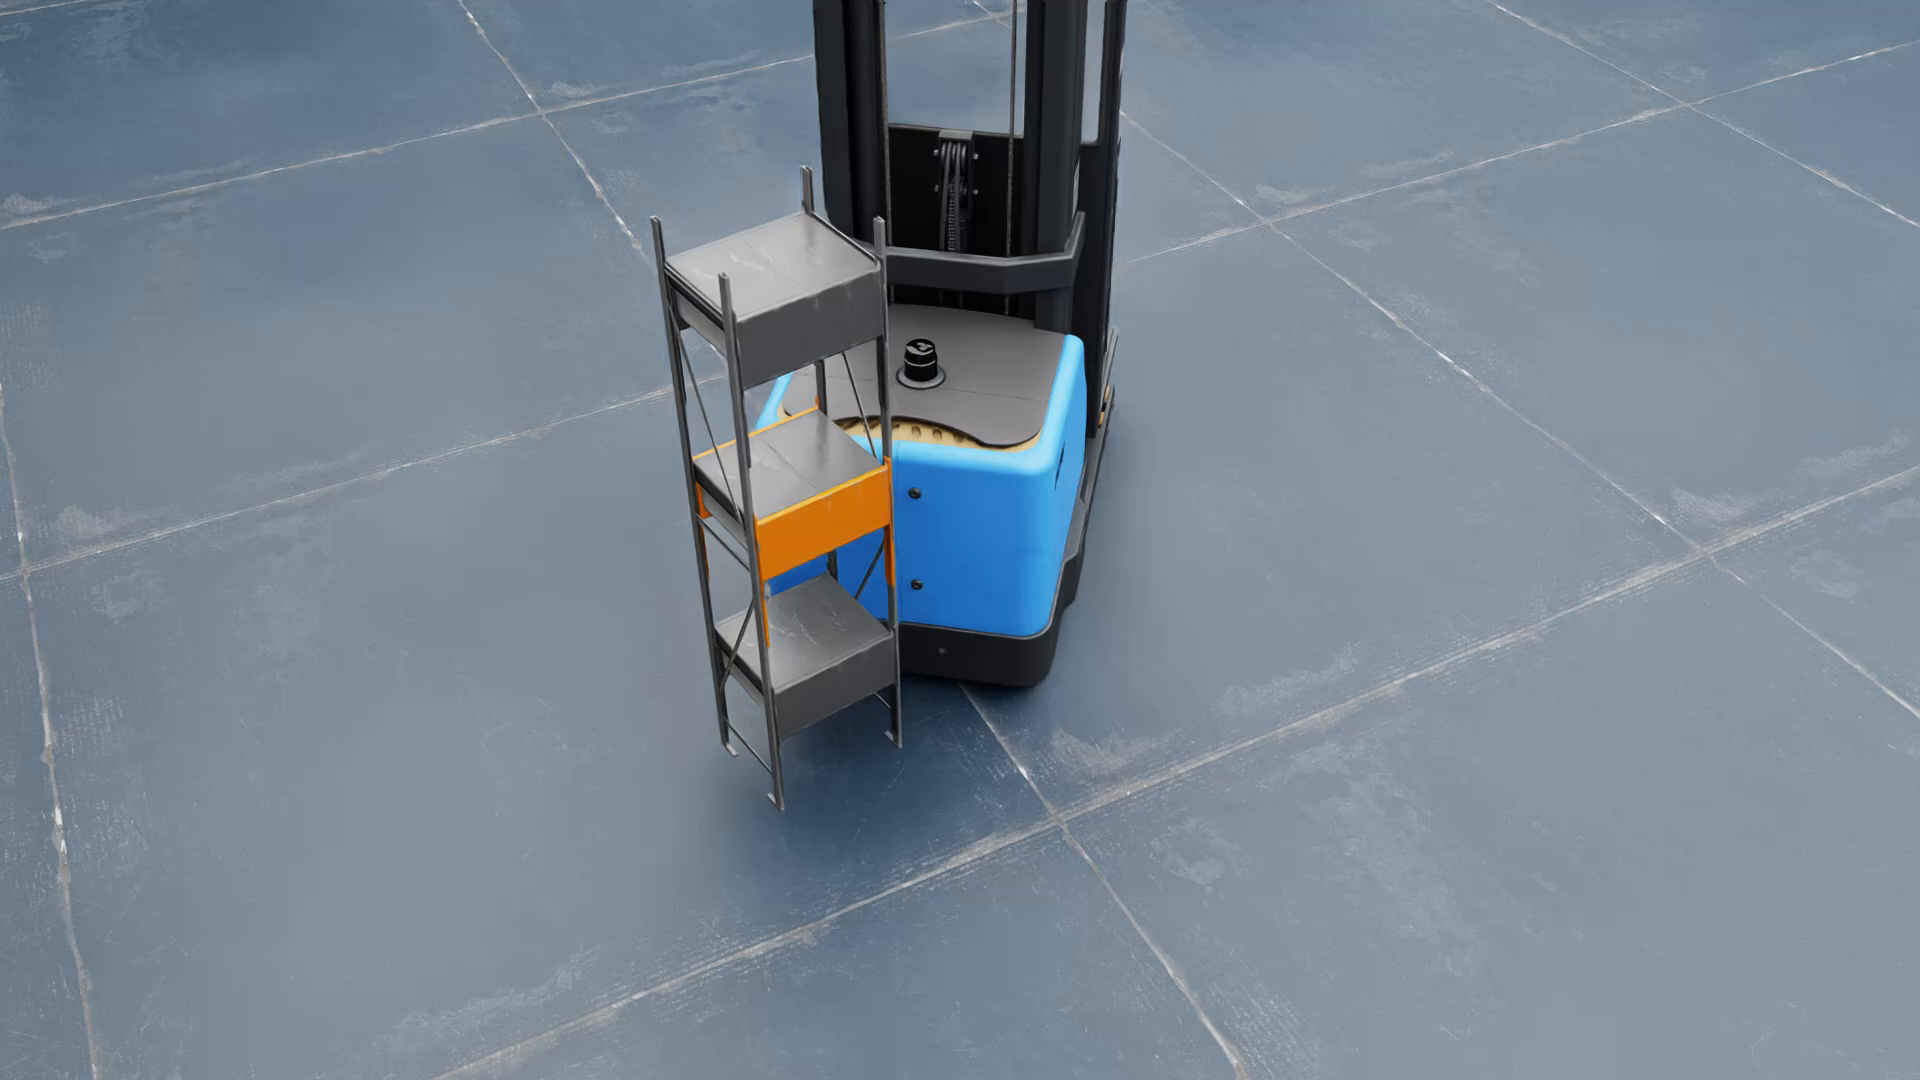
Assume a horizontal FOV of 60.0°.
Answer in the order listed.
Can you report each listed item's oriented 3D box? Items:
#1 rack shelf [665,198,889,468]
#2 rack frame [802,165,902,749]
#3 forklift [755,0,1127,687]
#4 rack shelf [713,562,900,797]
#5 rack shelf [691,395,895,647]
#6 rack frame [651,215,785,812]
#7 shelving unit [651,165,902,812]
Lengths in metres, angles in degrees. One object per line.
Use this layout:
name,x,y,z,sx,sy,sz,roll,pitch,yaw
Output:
rack shelf,-0.525,-0.599,4.770,0.480,0.518,0.431,-26,46,-27
rack frame,-0.329,-0.168,5.324,0.015,2.100,0.400,-26,46,-27
forklift,0.075,-1.545,6.307,1.130,2.935,3.031,7,41,8
rack shelf,-0.525,0.470,5.674,0.480,0.518,0.431,-26,46,-27
rack shelf,-0.525,-0.064,5.222,0.480,0.518,0.431,-26,46,-27
rack frame,-0.722,0.019,5.102,0.015,2.100,0.400,-26,46,-27
shelving unit,-0.525,-0.075,5.213,0.503,2.100,0.431,-26,46,-27
